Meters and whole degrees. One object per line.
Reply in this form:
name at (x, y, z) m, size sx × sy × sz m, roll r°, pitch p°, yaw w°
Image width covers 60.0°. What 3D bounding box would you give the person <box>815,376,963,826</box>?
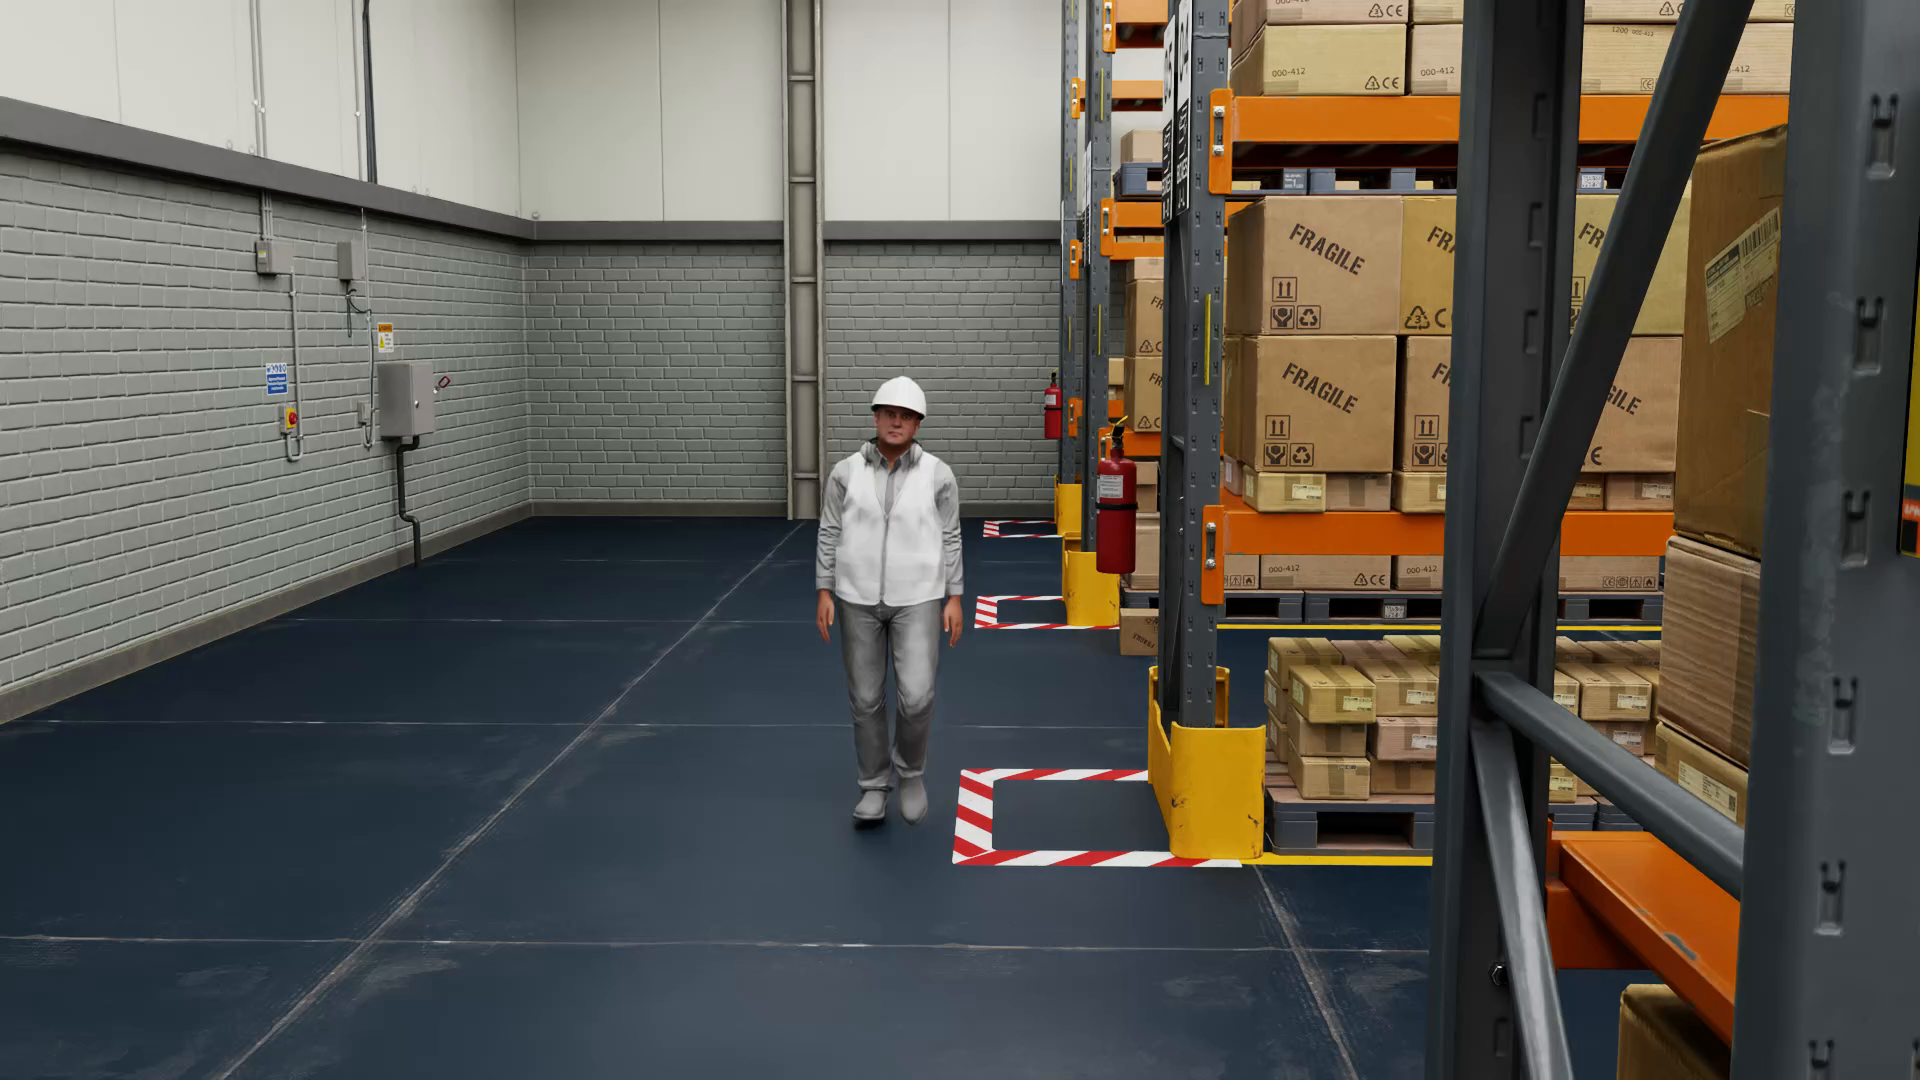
person at (-0.287, 0.253, 6.550) m, size 0.577 × 1.785 × 0.477 m, roll 1°, pitch 7°, yaw 6°
